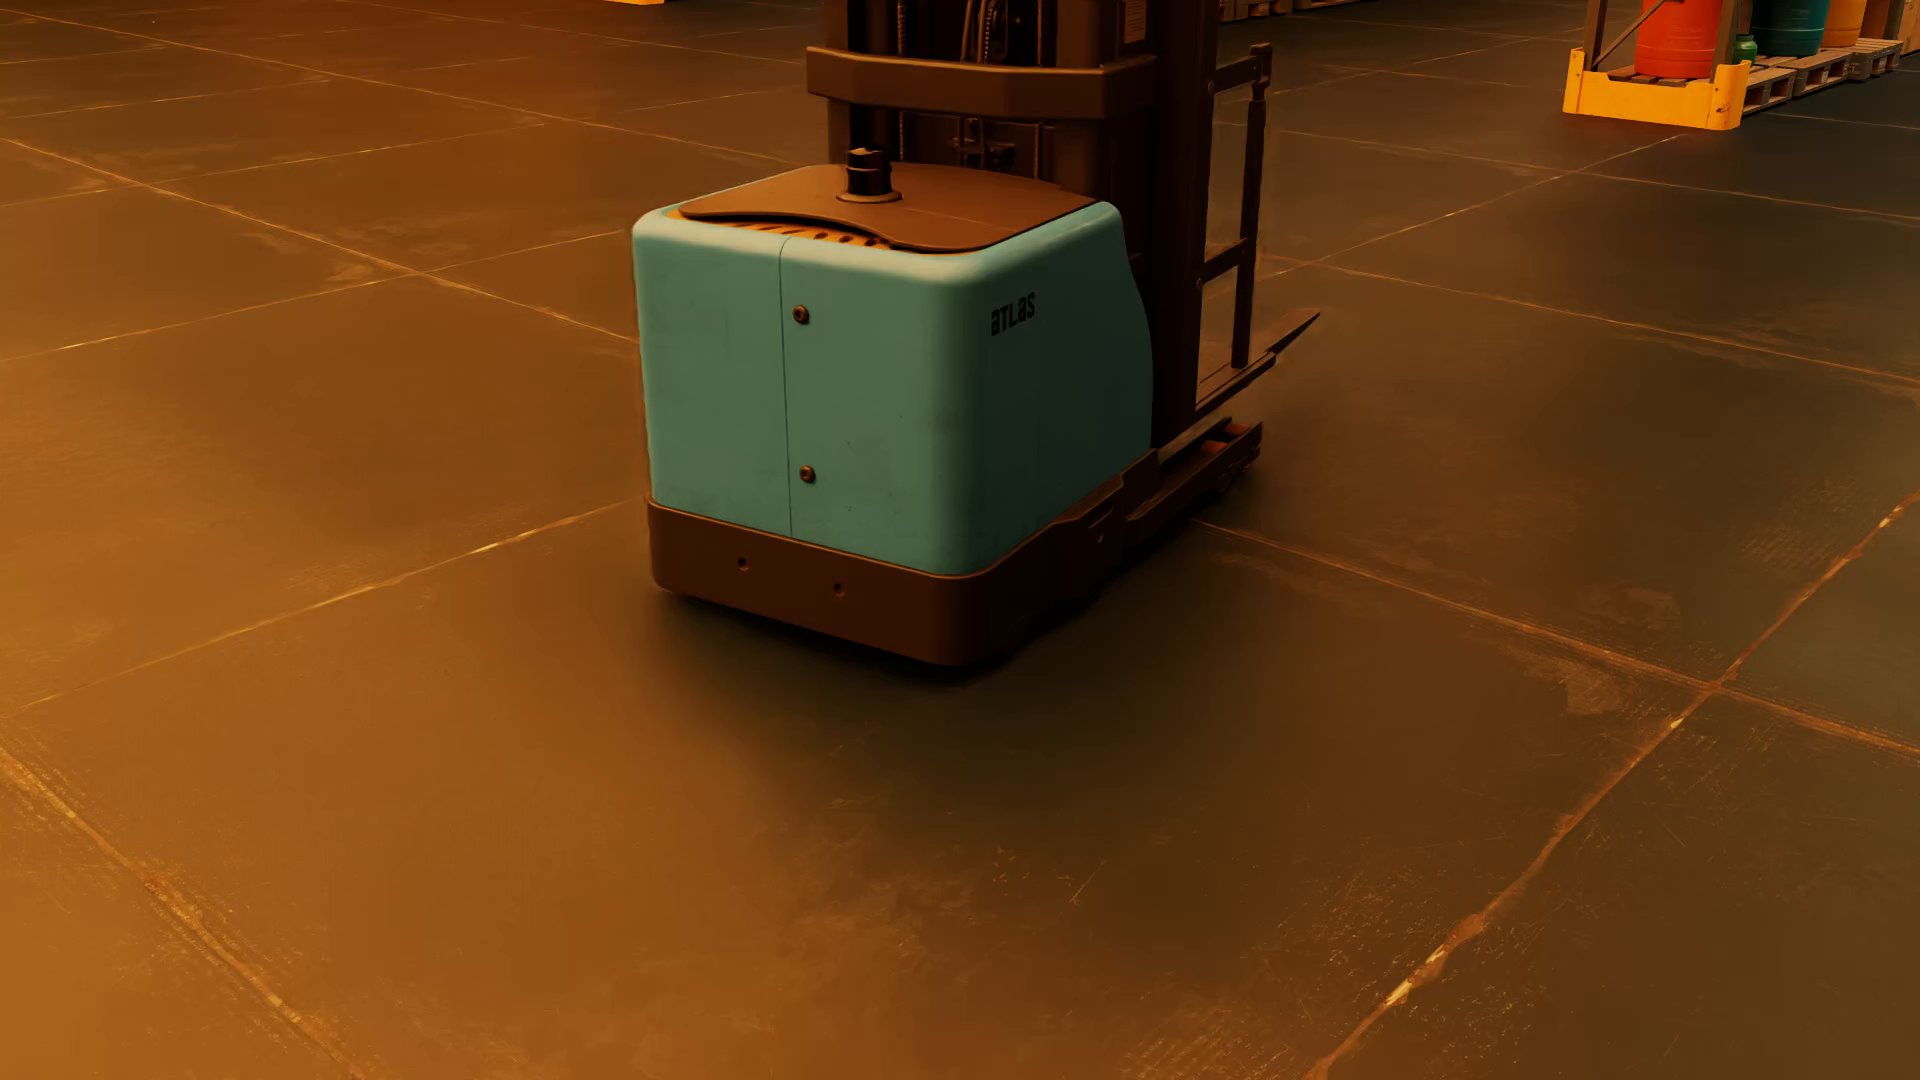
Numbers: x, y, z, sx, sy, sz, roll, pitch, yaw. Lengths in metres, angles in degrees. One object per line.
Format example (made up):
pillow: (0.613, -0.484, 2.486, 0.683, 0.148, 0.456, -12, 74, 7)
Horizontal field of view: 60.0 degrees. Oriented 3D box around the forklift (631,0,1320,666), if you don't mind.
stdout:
forklift: (0.340, -1.580, 4.930, 1.130, 2.935, 3.031, 13, 27, 28)
